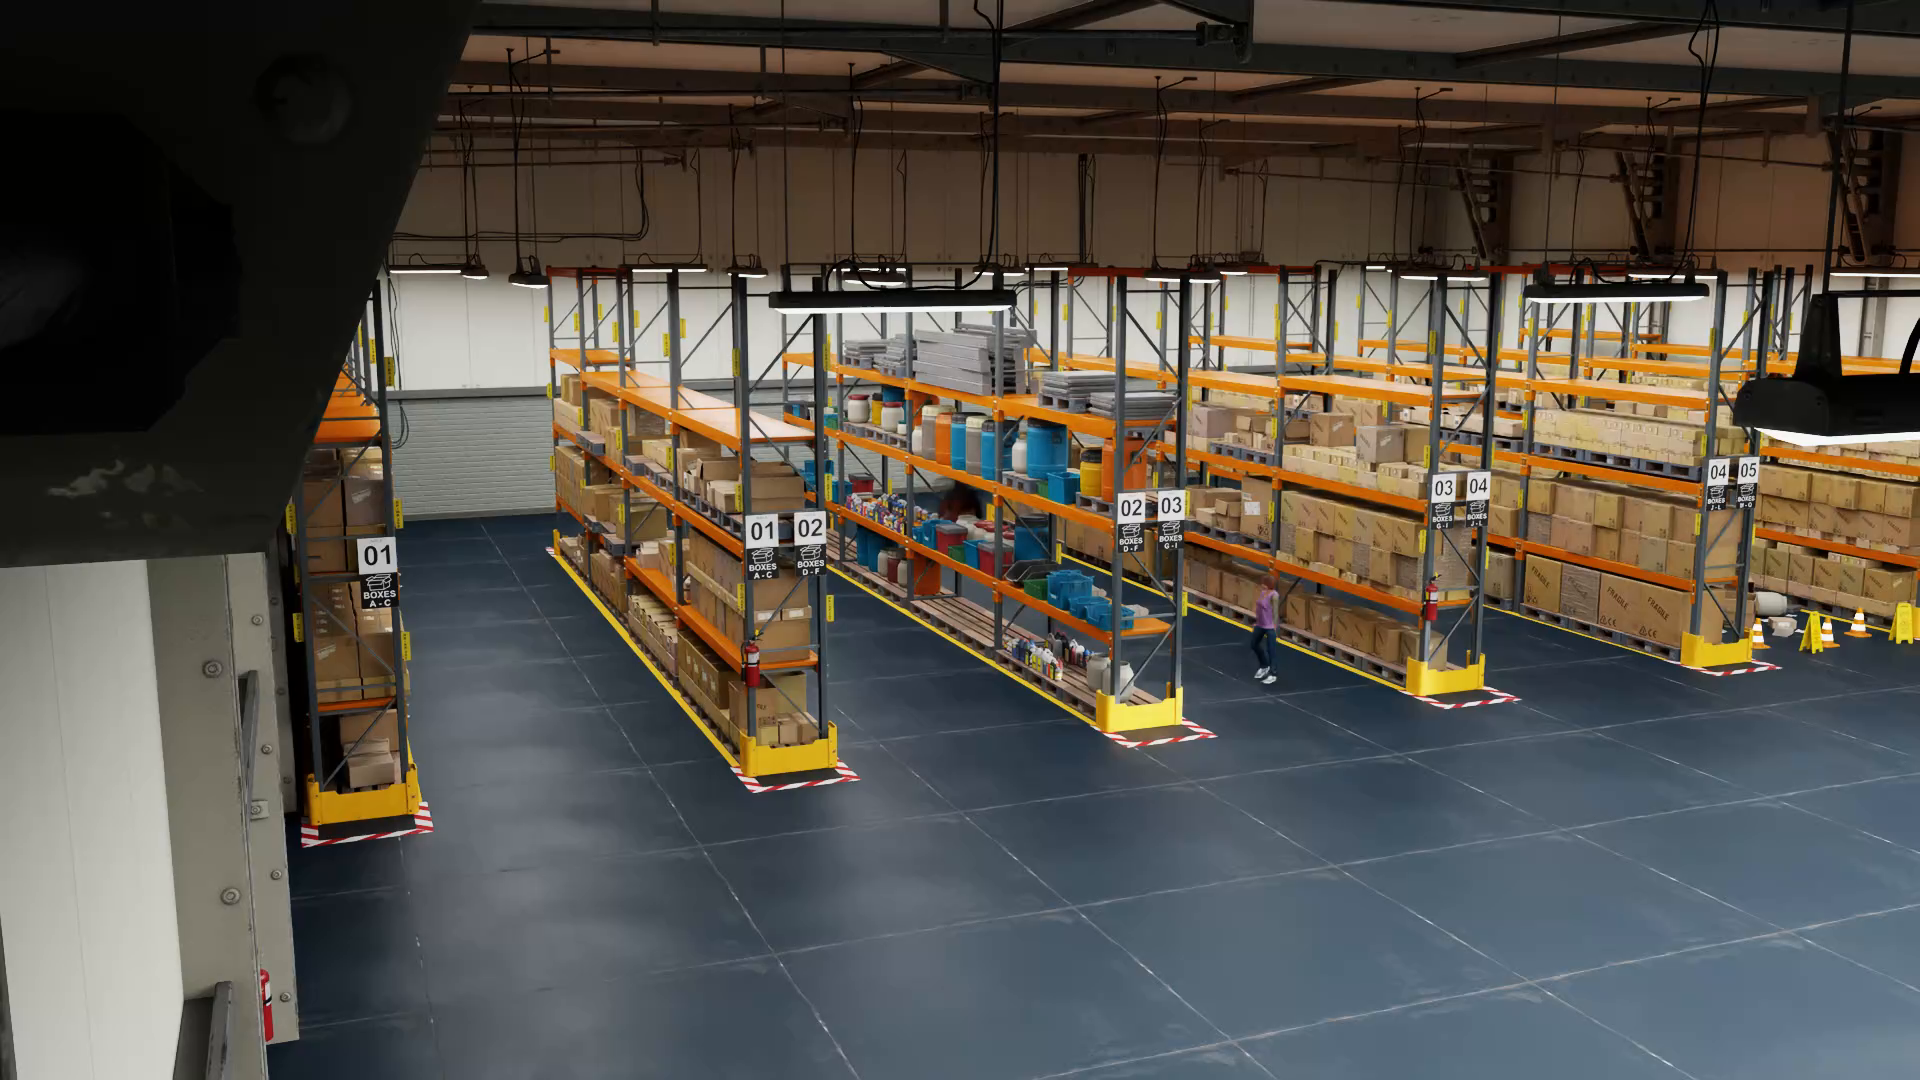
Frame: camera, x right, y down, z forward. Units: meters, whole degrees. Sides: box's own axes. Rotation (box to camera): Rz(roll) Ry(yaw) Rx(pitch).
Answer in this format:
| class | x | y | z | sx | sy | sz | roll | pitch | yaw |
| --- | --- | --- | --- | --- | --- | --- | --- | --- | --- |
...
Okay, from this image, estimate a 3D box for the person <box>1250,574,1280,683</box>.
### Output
| class | x | y | z | sx | sy | sz | roll | pitch | yaw |
| --- | --- | --- | --- | --- | --- | --- | --- | --- | --- |
| person | 4.533 | 1.294 | 24.567 | 0.357 | 1.609 | 0.449 | -6 | 11 | -29 |
